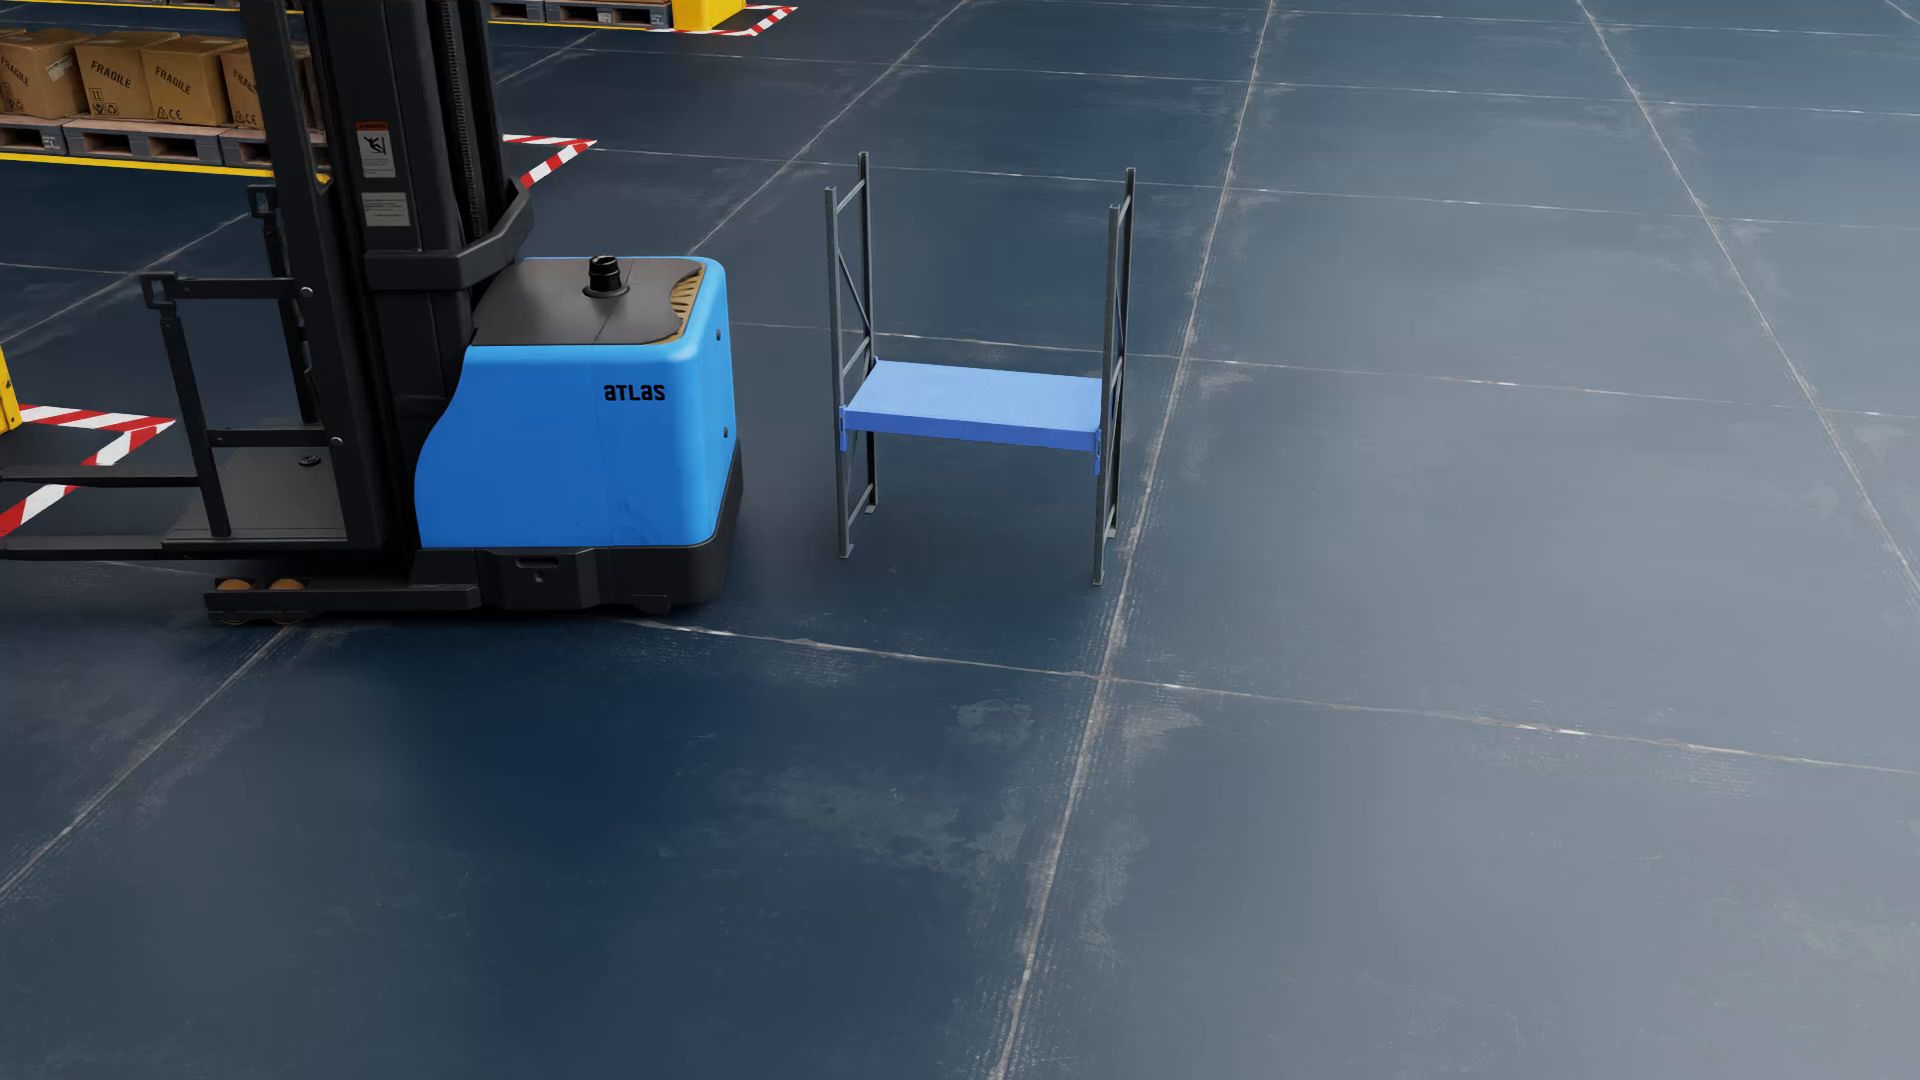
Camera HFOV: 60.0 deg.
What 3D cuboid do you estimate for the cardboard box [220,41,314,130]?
[{"bbox_3d":[-4.727,-3.165,11.574,0.500,0.500,0.500,14,32,24],"label":"cardboard box"}]

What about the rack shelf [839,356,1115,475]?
[{"bbox_3d":[0.083,-0.492,6.461,1.000,0.185,0.538,6,29,11],"label":"rack shelf"}]

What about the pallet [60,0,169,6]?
[{"bbox_3d":[-8.272,-5.624,16.802,1.213,0.211,1.003,6,29,11],"label":"pallet"}]

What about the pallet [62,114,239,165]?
[{"bbox_3d":[-5.579,-2.969,11.954,1.213,0.211,1.003,6,29,11],"label":"pallet"}]

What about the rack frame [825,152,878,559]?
[{"bbox_3d":[-0.414,-0.700,6.467,0.032,1.500,0.500,6,29,11],"label":"rack frame"}]

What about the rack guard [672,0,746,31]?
[{"bbox_3d":[-2.370,-5.184,15.698,0.348,0.500,1.175,6,29,11],"label":"rack guard"}]

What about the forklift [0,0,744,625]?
[{"bbox_3d":[-2.419,-1.227,5.938,3.031,2.935,1.130,0,29,-1],"label":"forklift"}]

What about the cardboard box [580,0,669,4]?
[{"bbox_3d":[-3.070,-5.572,15.579,0.875,0.875,0.875,6,29,11],"label":"cardboard box"}]

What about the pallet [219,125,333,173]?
[{"bbox_3d":[-4.389,-2.846,11.728,1.213,0.211,1.003,6,29,11],"label":"pallet"}]

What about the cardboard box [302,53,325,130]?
[{"bbox_3d":[-4.135,-3.121,11.494,0.500,0.500,0.500,11,31,20],"label":"cardboard box"}]

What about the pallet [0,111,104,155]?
[{"bbox_3d":[-6.775,-3.090,12.175,1.213,0.211,1.003,6,29,11],"label":"pallet"}]

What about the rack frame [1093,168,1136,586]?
[{"bbox_3d":[0.581,-0.598,6.281,0.032,1.500,0.500,6,29,11],"label":"rack frame"}]

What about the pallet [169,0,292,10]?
[{"bbox_3d":[-7.075,-5.502,16.581,1.213,0.211,1.003,6,29,11],"label":"pallet"}]

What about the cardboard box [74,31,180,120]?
[{"bbox_3d":[-5.871,-3.314,11.845,0.500,0.500,0.500,3,29,6],"label":"cardboard box"}]

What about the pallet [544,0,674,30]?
[{"bbox_3d":[-3.191,-5.103,15.851,1.213,0.211,1.003,6,29,11],"label":"pallet"}]

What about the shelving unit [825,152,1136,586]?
[{"bbox_3d":[0.083,-0.649,6.374,1.048,1.500,0.538,6,29,11],"label":"shelving unit"}]

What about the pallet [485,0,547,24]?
[{"bbox_3d":[-4.381,-5.226,16.076,1.213,0.211,1.003,6,29,11],"label":"pallet"}]

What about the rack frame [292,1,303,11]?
[{"bbox_3d":[-6.305,-6.684,15.834,0.127,3.000,1.000,6,29,11],"label":"rack frame"}]

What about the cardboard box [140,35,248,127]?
[{"bbox_3d":[-5.335,-3.237,11.705,0.500,0.500,0.500,9,30,15],"label":"cardboard box"}]

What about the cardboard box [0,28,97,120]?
[{"bbox_3d":[-6.495,-3.339,11.892,0.500,0.500,0.500,16,32,26],"label":"cardboard box"}]

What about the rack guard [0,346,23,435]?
[{"bbox_3d":[-4.646,-0.526,7.191,0.348,0.500,1.175,6,29,11],"label":"rack guard"}]

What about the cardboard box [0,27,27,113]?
[{"bbox_3d":[-7.057,-3.393,11.990,0.500,0.500,0.500,5,29,9],"label":"cardboard box"}]
